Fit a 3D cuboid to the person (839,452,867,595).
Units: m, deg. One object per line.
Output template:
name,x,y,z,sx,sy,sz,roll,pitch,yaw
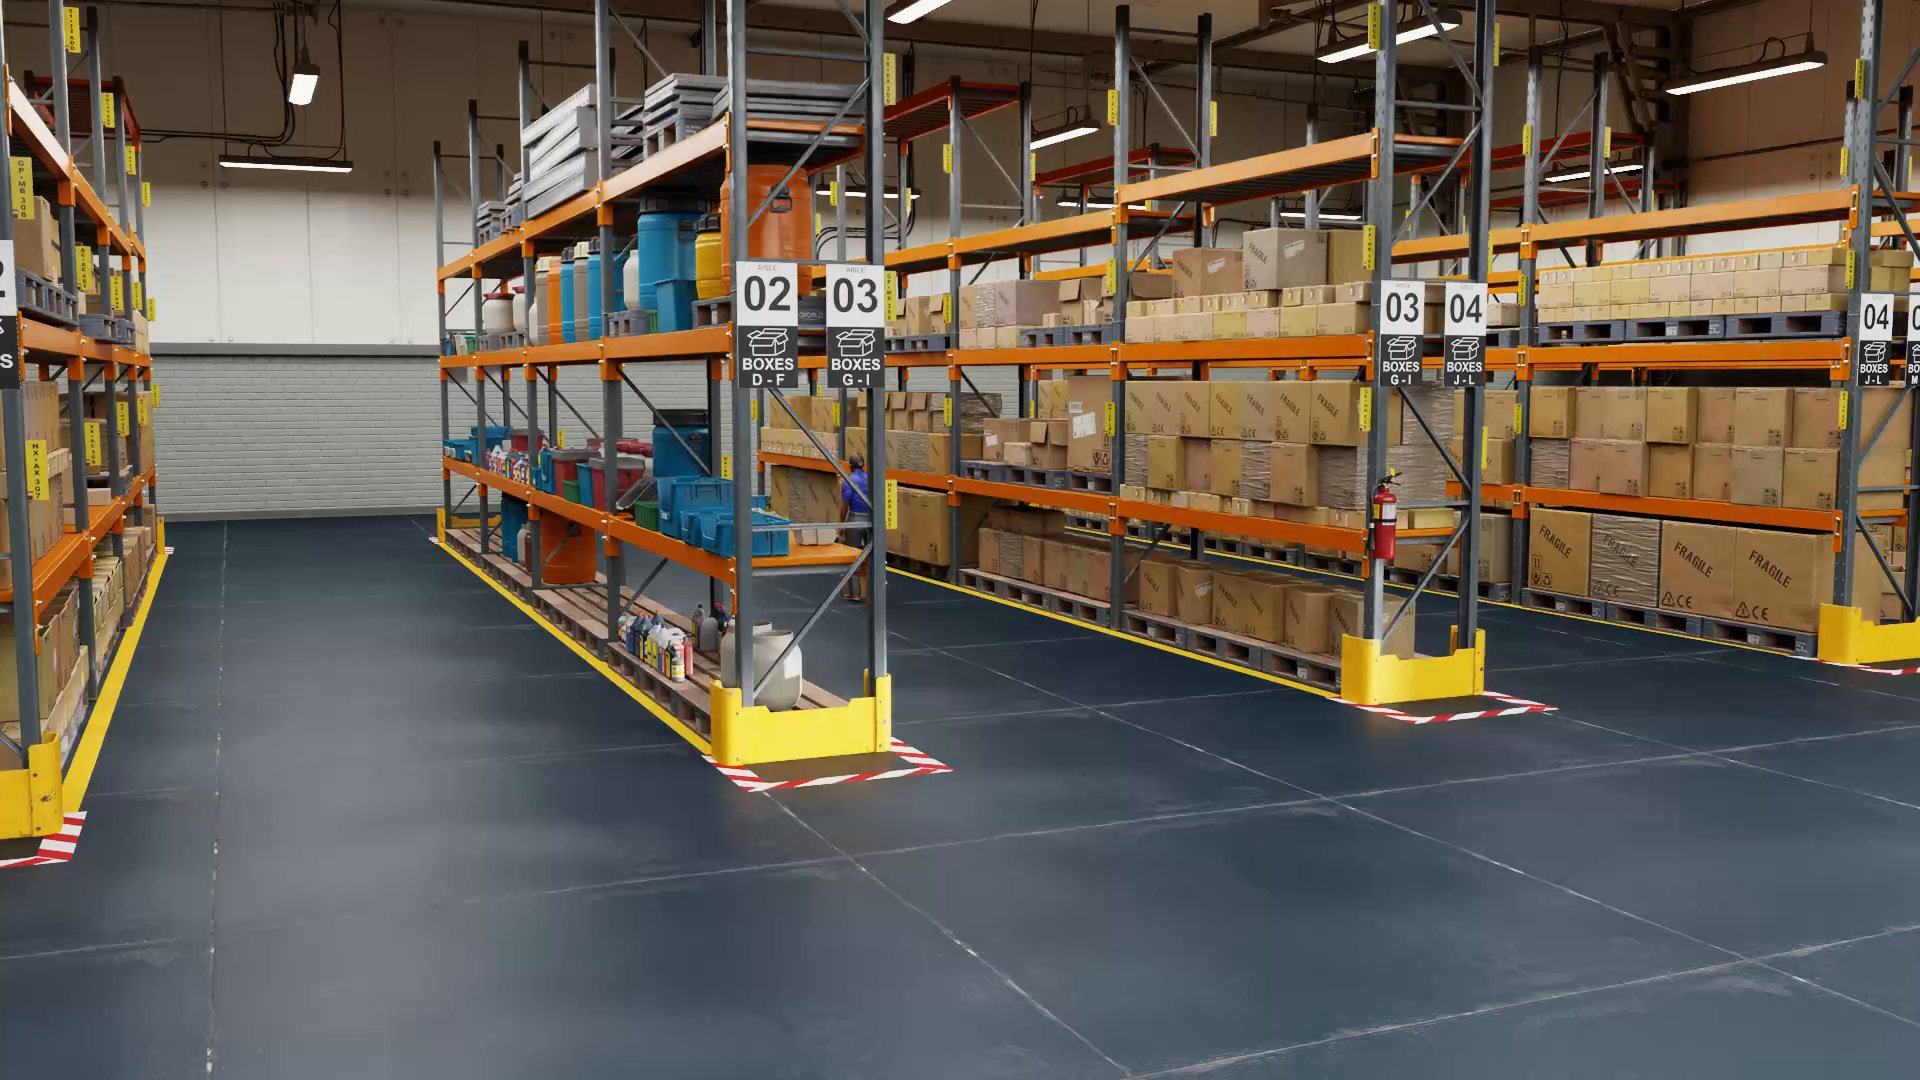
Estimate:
person,-1.112,-0.185,18.587,0.503,1.585,0.349,-3,6,-26
